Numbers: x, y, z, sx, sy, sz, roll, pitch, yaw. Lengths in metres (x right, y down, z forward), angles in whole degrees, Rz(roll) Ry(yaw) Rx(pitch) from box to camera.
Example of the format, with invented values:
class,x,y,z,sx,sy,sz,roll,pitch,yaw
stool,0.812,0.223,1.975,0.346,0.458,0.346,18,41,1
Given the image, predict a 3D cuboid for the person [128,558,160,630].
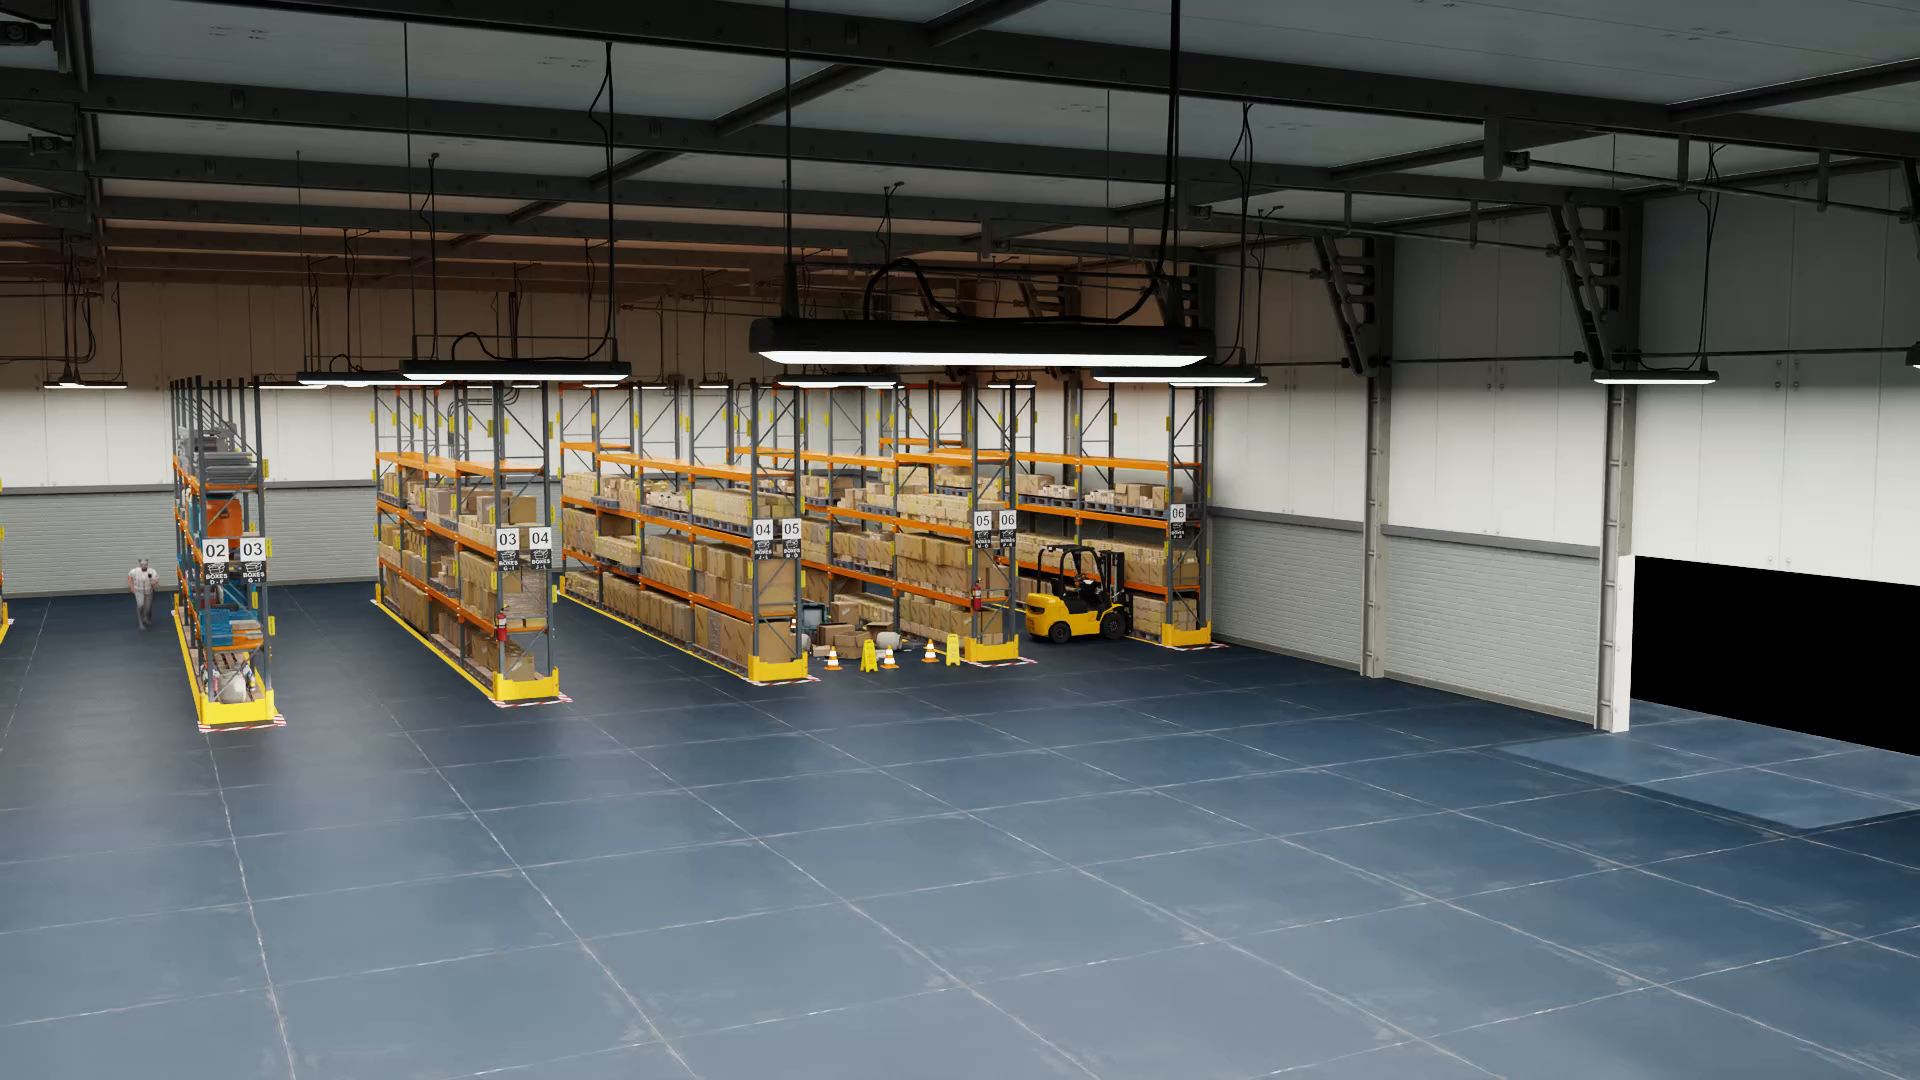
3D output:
class,x,y,z,sx,sy,sz,roll,pitch,yaw
person,-19.777,1.303,40.326,0.677,1.777,0.917,-3,6,-29
